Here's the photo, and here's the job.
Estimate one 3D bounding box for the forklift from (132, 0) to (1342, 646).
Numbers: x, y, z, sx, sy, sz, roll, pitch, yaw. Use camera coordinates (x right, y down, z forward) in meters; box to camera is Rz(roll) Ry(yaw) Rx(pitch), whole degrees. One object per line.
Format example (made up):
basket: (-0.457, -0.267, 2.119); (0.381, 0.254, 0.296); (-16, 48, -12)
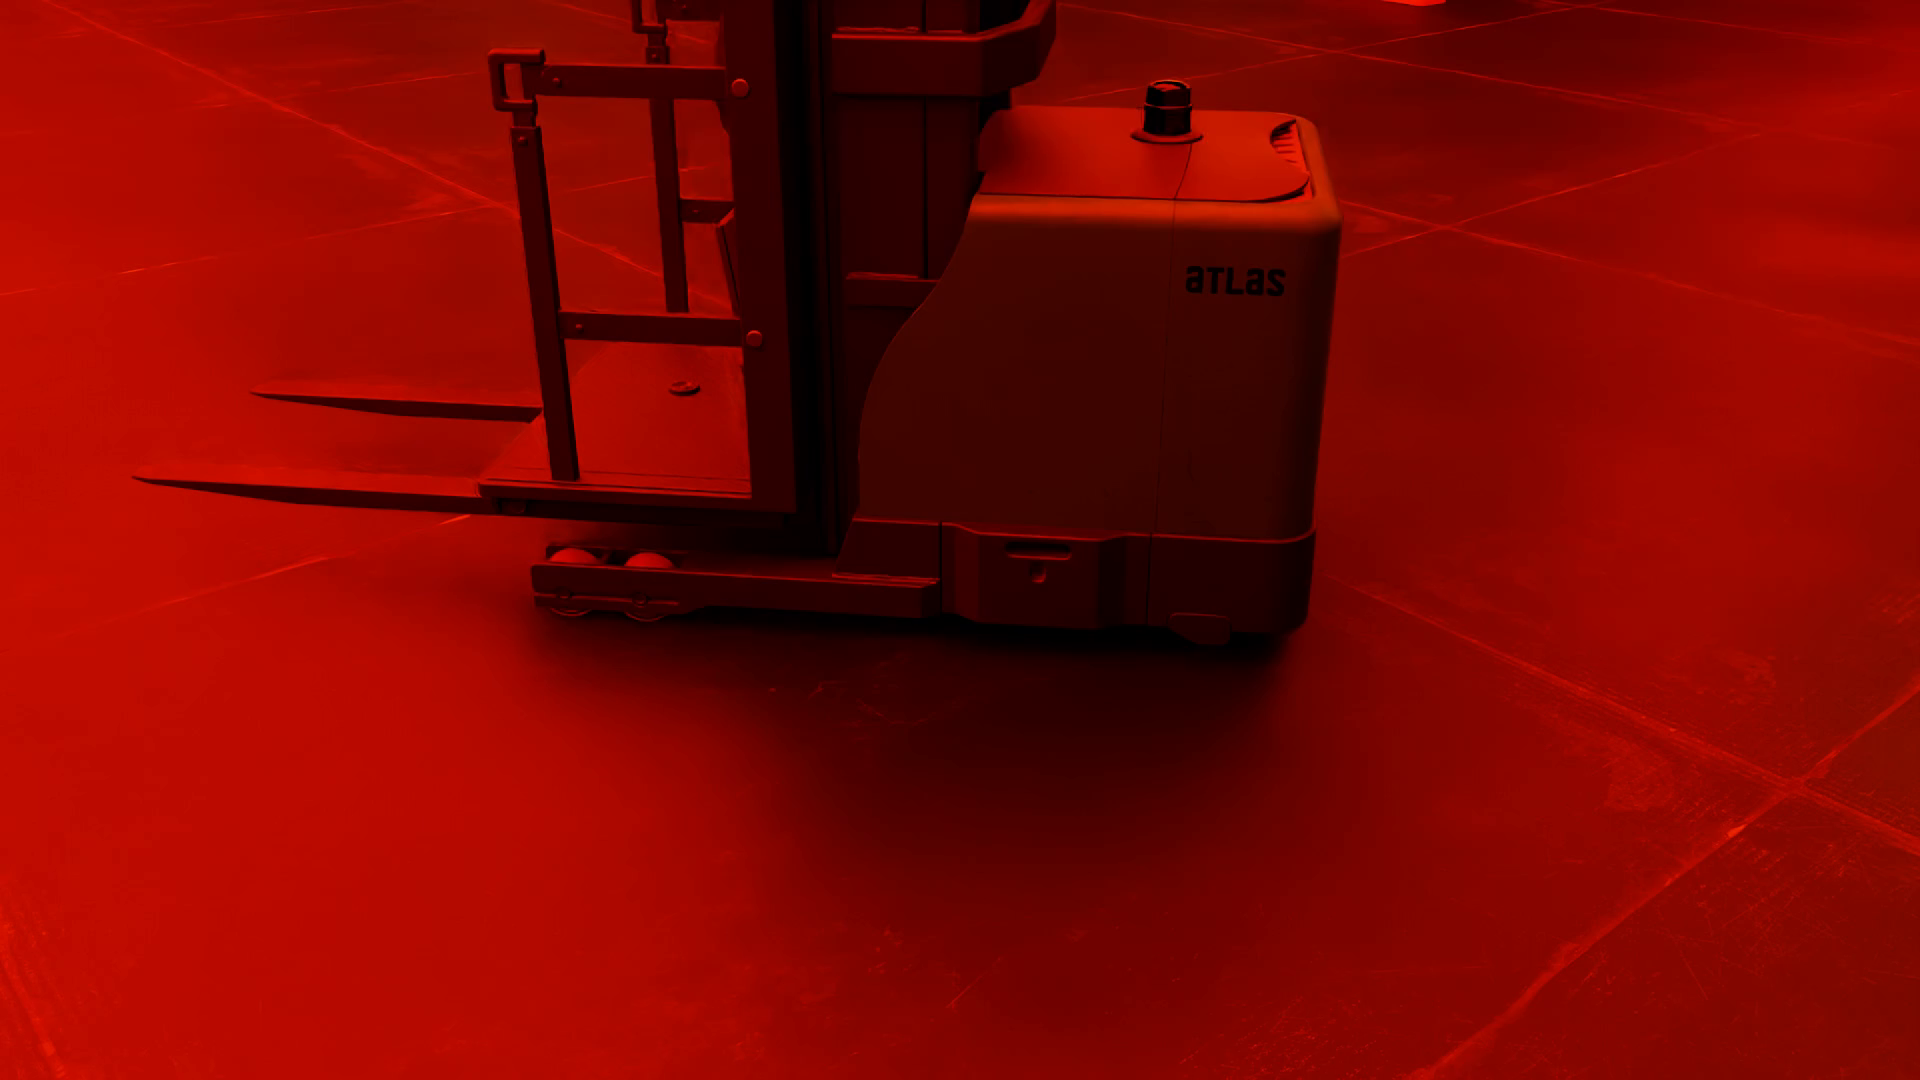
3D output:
forklift: (-0.619, -1.340, 3.905); (3.031, 2.935, 1.130); (3, 27, 7)
